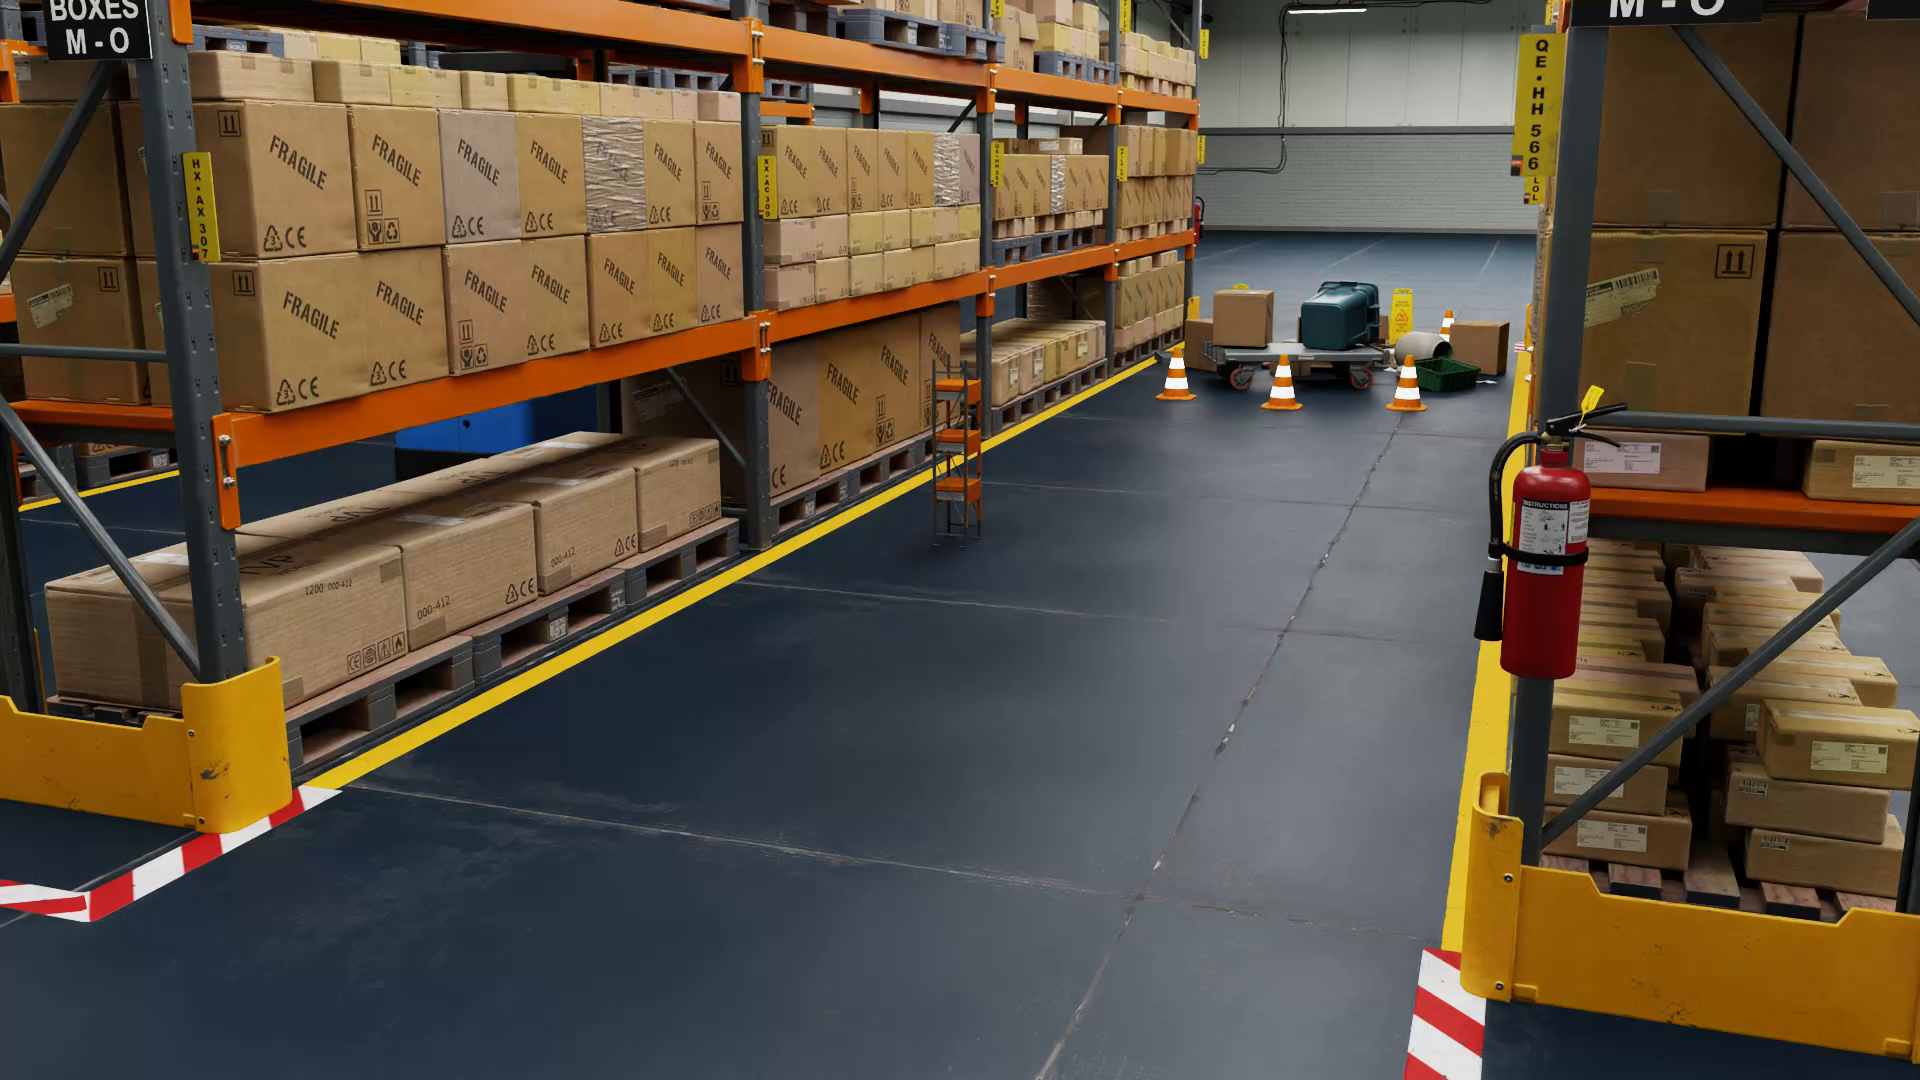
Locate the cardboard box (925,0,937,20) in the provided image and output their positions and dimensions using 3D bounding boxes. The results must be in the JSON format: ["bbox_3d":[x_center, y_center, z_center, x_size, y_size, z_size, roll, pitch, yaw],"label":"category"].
[{"bbox_3d":[-0.362,-3.566,10.990,0.396,0.266,0.258,4,13,17],"label":"cardboard box"}]

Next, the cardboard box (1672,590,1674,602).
[{"bbox_3d":[2.884,0.298,6.236,0.380,0.149,0.250,4,13,16],"label":"cardboard box"}]

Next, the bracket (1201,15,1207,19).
[{"bbox_3d":[7.317,-15.672,49.839,0.076,0.066,3.189,4,14,18],"label":"bracket"}]

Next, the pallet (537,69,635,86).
[{"bbox_3d":[-3.924,-4.661,16.858,0.805,0.209,1.217,4,13,16],"label":"pallet"}]

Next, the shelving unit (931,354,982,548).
[{"bbox_3d":[-0.017,-0.501,9.322,0.215,1.050,0.252,4,14,18],"label":"shelving unit"}]

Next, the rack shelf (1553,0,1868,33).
[{"bbox_3d":[2.528,-1.793,5.480,1.077,0.370,4.000,4,14,18],"label":"rack shelf"}]

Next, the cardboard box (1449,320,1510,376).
[{"bbox_3d":[5.294,-1.970,16.992,0.500,0.500,0.500,7,15,28],"label":"cardboard box"}]

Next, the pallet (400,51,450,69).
[{"bbox_3d":[-4.811,-4.156,14.640,1.213,0.211,1.003,5,14,21],"label":"pallet"}]

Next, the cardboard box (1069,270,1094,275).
[{"bbox_3d":[1.147,-2.603,17.702,0.500,0.500,0.500,5,14,19],"label":"cardboard box"}]

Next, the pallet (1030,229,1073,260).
[{"bbox_3d":[0.354,-2.606,14.597,1.003,0.211,1.213,4,14,18],"label":"pallet"}]

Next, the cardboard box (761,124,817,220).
[{"bbox_3d":[-1.127,-2.046,9.239,0.500,0.500,0.500,5,14,19],"label":"cardboard box"}]

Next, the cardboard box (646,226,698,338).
[{"bbox_3d":[-1.611,-1.262,8.051,0.500,0.500,0.500,4,13,17],"label":"cardboard box"}]

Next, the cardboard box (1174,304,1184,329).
[{"bbox_3d":[2.326,-2.634,19.523,0.500,0.250,0.500,4,14,18],"label":"cardboard box"}]

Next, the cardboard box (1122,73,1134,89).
[{"bbox_3d":[1.520,-4.561,16.554,0.380,0.149,0.250,4,14,18],"label":"cardboard box"}]

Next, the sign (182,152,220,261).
[{"bbox_3d":[-2.313,-1.015,5.071,0.100,0.325,0.005,4,14,18],"label":"sign"}]

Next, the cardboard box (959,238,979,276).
[{"bbox_3d":[-0.166,-2.082,12.205,0.500,0.250,0.500,4,13,16],"label":"cardboard box"}]

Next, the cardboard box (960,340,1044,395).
[{"bbox_3d":[0.176,-1.478,14.183,0.950,0.372,0.625,4,13,17],"label":"cardboard box"}]

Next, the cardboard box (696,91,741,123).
[{"bbox_3d":[-1.340,-2.203,8.468,0.380,0.149,0.250,4,13,17],"label":"cardboard box"}]

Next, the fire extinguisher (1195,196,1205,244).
[{"bbox_3d":[2.814,-3.918,20.085,0.296,0.674,0.183,4,14,18],"label":"fire extinguisher"}]

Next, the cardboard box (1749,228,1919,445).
[{"bbox_3d":[2.287,-0.529,4.171,0.500,0.500,0.500,5,14,21],"label":"cardboard box"}]

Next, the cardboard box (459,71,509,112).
[{"bbox_3d":[-2.026,-1.775,6.594,0.380,0.149,0.250,4,14,19],"label":"cardboard box"}]

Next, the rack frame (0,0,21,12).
[{"bbox_3d":[-6.240,-4.719,9.941,1.000,3.000,0.127,4,14,18],"label":"rack frame"}]

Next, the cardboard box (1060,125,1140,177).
[{"bbox_3d":[1.394,-3.881,16.608,0.700,0.500,0.500,4,14,18],"label":"cardboard box"}]

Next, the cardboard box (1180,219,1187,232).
[{"bbox_3d":[2.445,-3.687,19.463,0.380,0.149,0.250,4,14,18],"label":"cardboard box"}]

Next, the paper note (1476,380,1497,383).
[{"bbox_3d":[5.124,-1.547,16.194,0.147,0.020,0.142,-5,14,-21],"label":"paper note"}]

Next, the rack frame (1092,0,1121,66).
[{"bbox_3d":[1.047,-6.047,15.759,1.000,3.000,0.127,4,14,18],"label":"rack frame"}]

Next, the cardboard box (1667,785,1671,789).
[{"bbox_3d":[2.008,0.688,5.196,0.380,0.149,0.250,4,14,18],"label":"cardboard box"}]

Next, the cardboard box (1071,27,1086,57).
[{"bbox_3d":[0.826,-4.477,15.013,0.500,0.250,0.500,5,14,19],"label":"cardboard box"}]

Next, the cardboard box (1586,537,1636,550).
[{"bbox_3d":[2.464,0.065,6.589,0.380,0.149,0.250,5,14,20],"label":"cardboard box"}]

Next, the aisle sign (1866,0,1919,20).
[{"bbox_3d":[2.141,-1.491,3.437,0.394,0.787,0.004,4,14,18],"label":"aisle sign"}]

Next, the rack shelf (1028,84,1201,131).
[{"bbox_3d":[1.694,-4.655,18.018,1.077,0.370,4.000,4,14,18],"label":"rack shelf"}]

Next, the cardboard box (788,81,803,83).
[{"bbox_3d":[-2.270,-5.975,20.791,0.500,0.500,0.500,5,14,20],"label":"cardboard box"}]

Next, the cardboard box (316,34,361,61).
[{"bbox_3d":[-5.044,-3.794,12.968,0.500,0.250,0.500,4,14,19],"label":"cardboard box"}]

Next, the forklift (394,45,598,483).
[{"bbox_3d":[-2.759,-2.005,11.684,1.130,2.935,3.031,4,13,15],"label":"forklift"}]

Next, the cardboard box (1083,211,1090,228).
[{"bbox_3d":[0.990,-2.965,15.359,0.380,0.149,0.250,4,13,17],"label":"cardboard box"}]

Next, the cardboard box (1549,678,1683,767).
[{"bbox_3d":[1.812,0.505,4.661,0.380,0.149,0.250,5,14,19],"label":"cardboard box"}]

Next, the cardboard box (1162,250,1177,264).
[{"bbox_3d":[2.273,-3.241,19.039,0.380,0.149,0.250,5,14,20],"label":"cardboard box"}]

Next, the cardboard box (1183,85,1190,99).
[{"bbox_3d":[2.441,-5.154,19.153,0.380,0.149,0.250,4,14,19],"label":"cardboard box"}]

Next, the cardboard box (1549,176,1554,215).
[{"bbox_3d":[1.957,-1.163,4.701,0.500,0.500,0.500,4,13,16],"label":"cardboard box"}]

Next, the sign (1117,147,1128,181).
[{"bbox_3d":[1.573,-3.648,16.126,0.100,0.325,0.005,4,14,18],"label":"sign"}]

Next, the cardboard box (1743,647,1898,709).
[{"bbox_3d":[2.550,0.438,4.953,0.380,0.149,0.250,4,14,18],"label":"cardboard box"}]

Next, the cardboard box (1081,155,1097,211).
[{"bbox_3d":[0.955,-3.302,15.379,0.500,0.500,0.500,4,14,19],"label":"cardboard box"}]

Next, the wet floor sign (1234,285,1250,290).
[{"bbox_3d":[3.415,-2.780,20.216,0.267,0.644,0.232,10,16,38],"label":"wet floor sign"}]

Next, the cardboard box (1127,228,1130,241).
[{"bbox_3d":[1.542,-3.158,17.148,0.380,0.149,0.250,4,14,18],"label":"cardboard box"}]

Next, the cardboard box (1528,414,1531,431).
[{"bbox_3d":[3.176,-0.629,8.493,0.500,0.250,0.500,4,13,17],"label":"cardboard box"}]

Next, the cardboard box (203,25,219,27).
[{"bbox_3d":[-5.729,-3.895,12.511,0.380,0.149,0.250,4,13,18],"label":"cardboard box"}]

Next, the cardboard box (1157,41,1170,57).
[{"bbox_3d":[2.046,-5.275,17.891,0.380,0.149,0.250,5,14,20],"label":"cardboard box"}]

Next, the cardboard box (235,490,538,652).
[{"bbox_3d":[-2.429,0.109,7.082,0.875,0.438,0.875,5,14,20],"label":"cardboard box"}]

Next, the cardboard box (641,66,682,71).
[{"bbox_3d":[-3.219,-5.145,17.943,0.380,0.149,0.250,5,14,20],"label":"cardboard box"}]

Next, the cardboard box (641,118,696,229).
[{"bbox_3d":[-1.605,-1.749,7.936,0.500,0.500,0.500,4,13,18],"label":"cardboard box"}]

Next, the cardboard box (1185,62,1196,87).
[{"bbox_3d":[2.430,-5.372,19.209,0.500,0.250,0.500,4,14,18],"label":"cardboard box"}]
